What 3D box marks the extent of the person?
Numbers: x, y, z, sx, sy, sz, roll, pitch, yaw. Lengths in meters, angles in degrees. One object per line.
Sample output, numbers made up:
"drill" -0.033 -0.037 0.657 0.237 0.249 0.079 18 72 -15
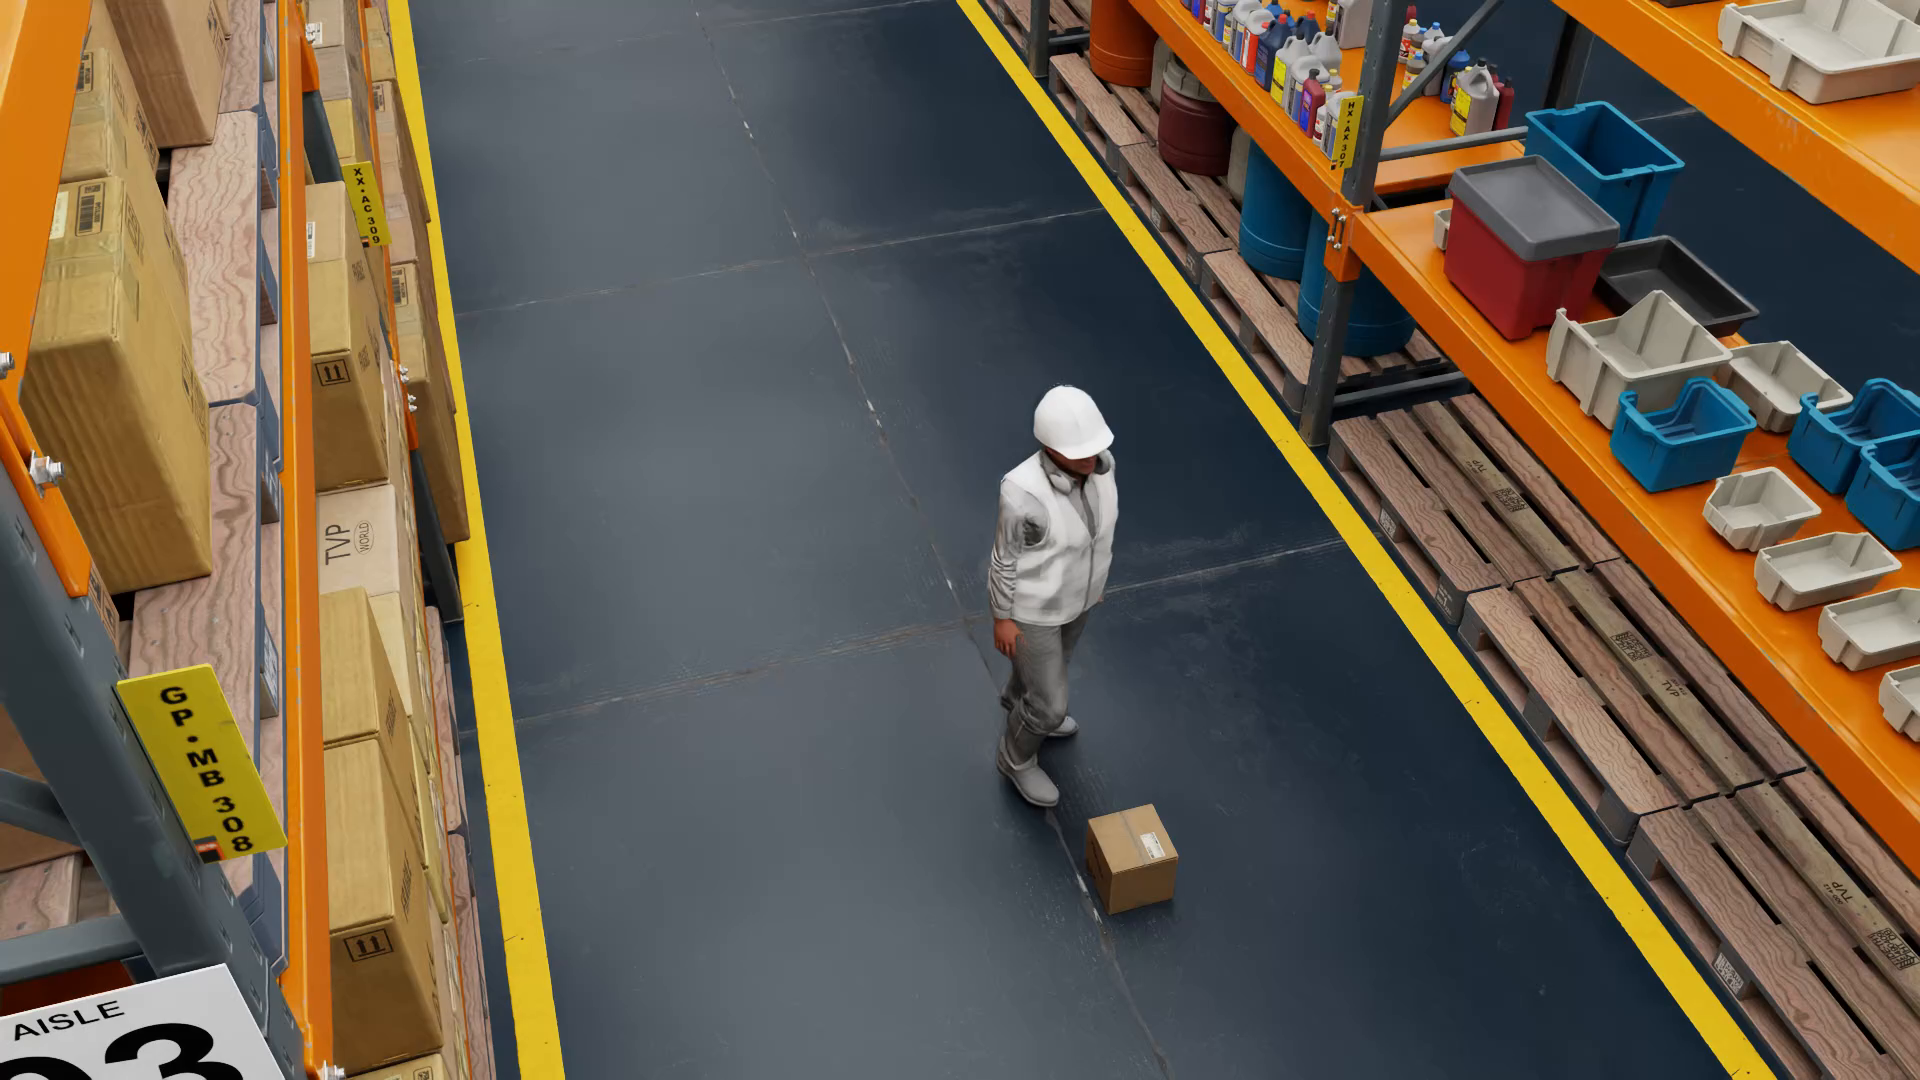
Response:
"person" 0.332 0.171 5.920 0.507 1.763 0.559 33 51 31
